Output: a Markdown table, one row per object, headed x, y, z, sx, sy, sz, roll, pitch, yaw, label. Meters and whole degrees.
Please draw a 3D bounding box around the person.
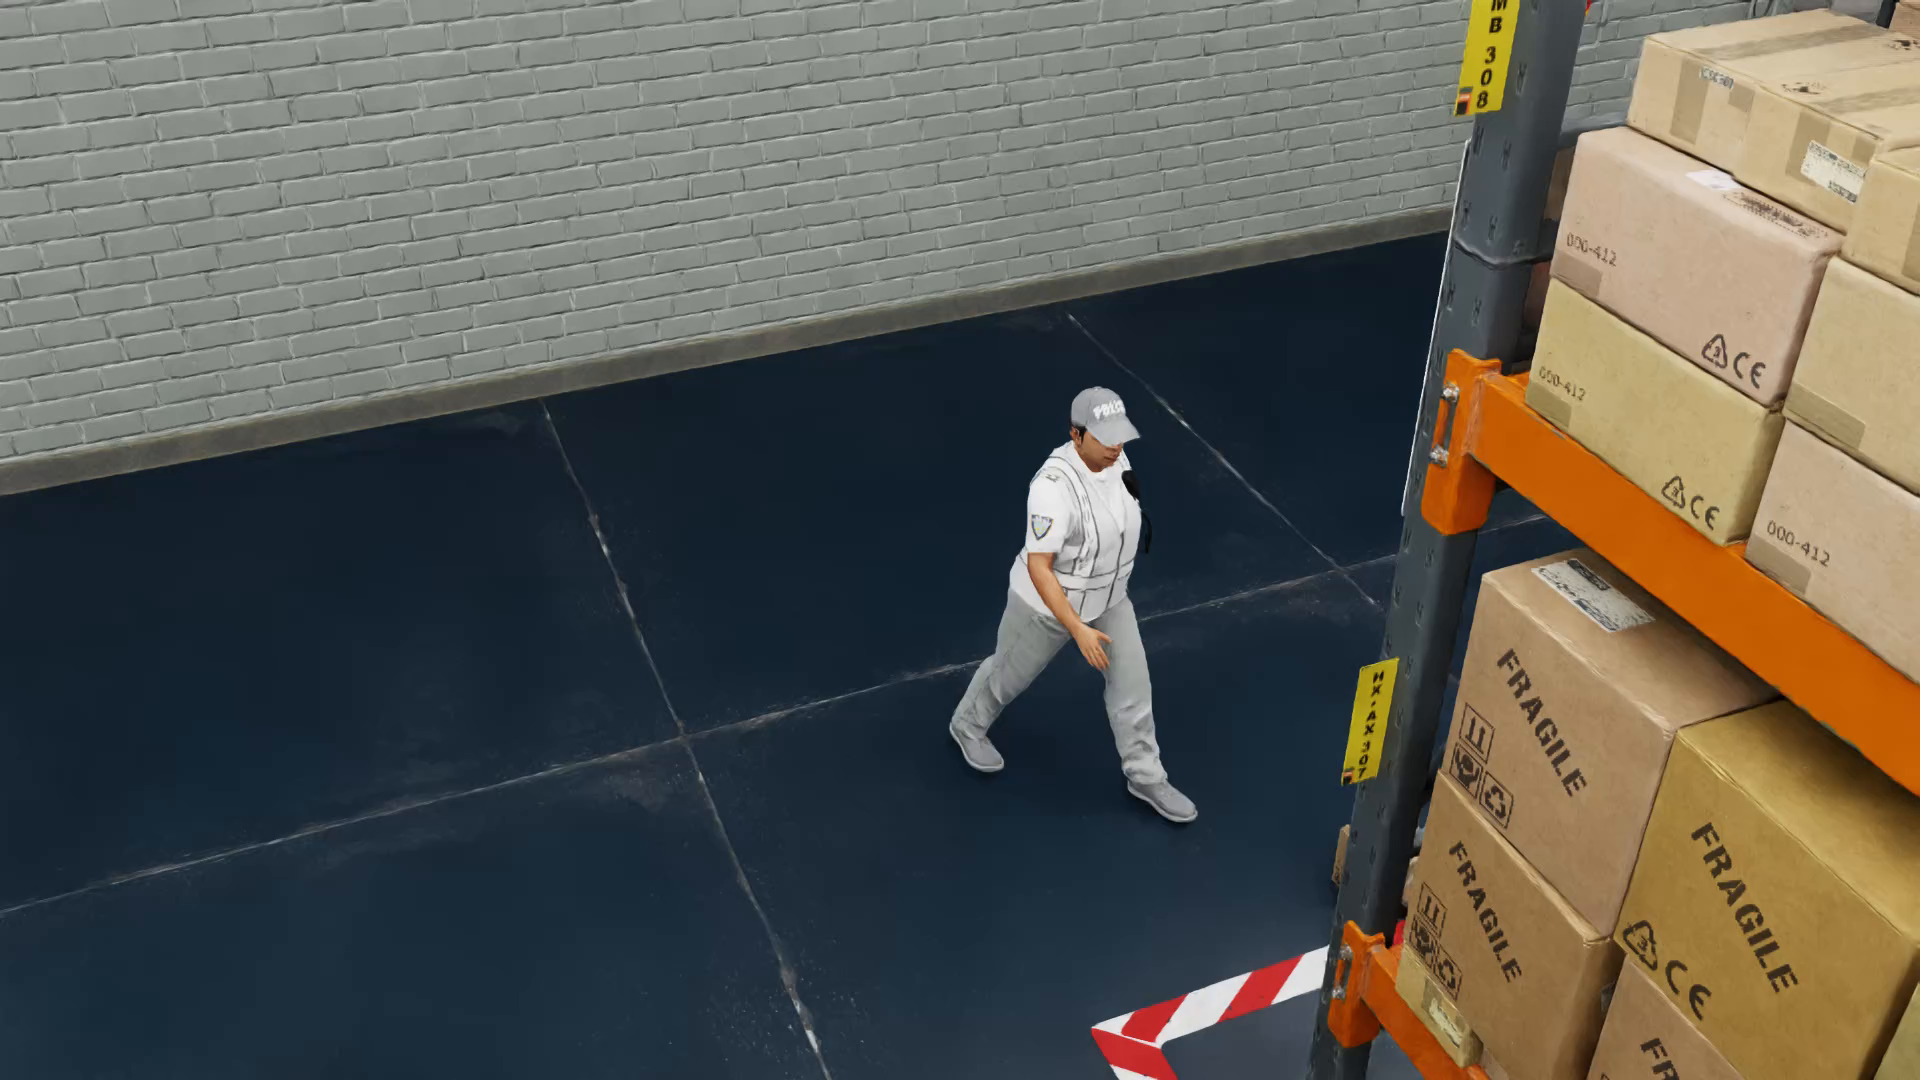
| x | y | z | sx | sy | sz | roll | pitch | yaw | label |
| --- | --- | --- | --- | --- | --- | --- | --- | --- | --- |
| 0.459 | 0.195 | 5.850 | 0.986 | 1.607 | 0.640 | 27 | 42 | 34 | person |
